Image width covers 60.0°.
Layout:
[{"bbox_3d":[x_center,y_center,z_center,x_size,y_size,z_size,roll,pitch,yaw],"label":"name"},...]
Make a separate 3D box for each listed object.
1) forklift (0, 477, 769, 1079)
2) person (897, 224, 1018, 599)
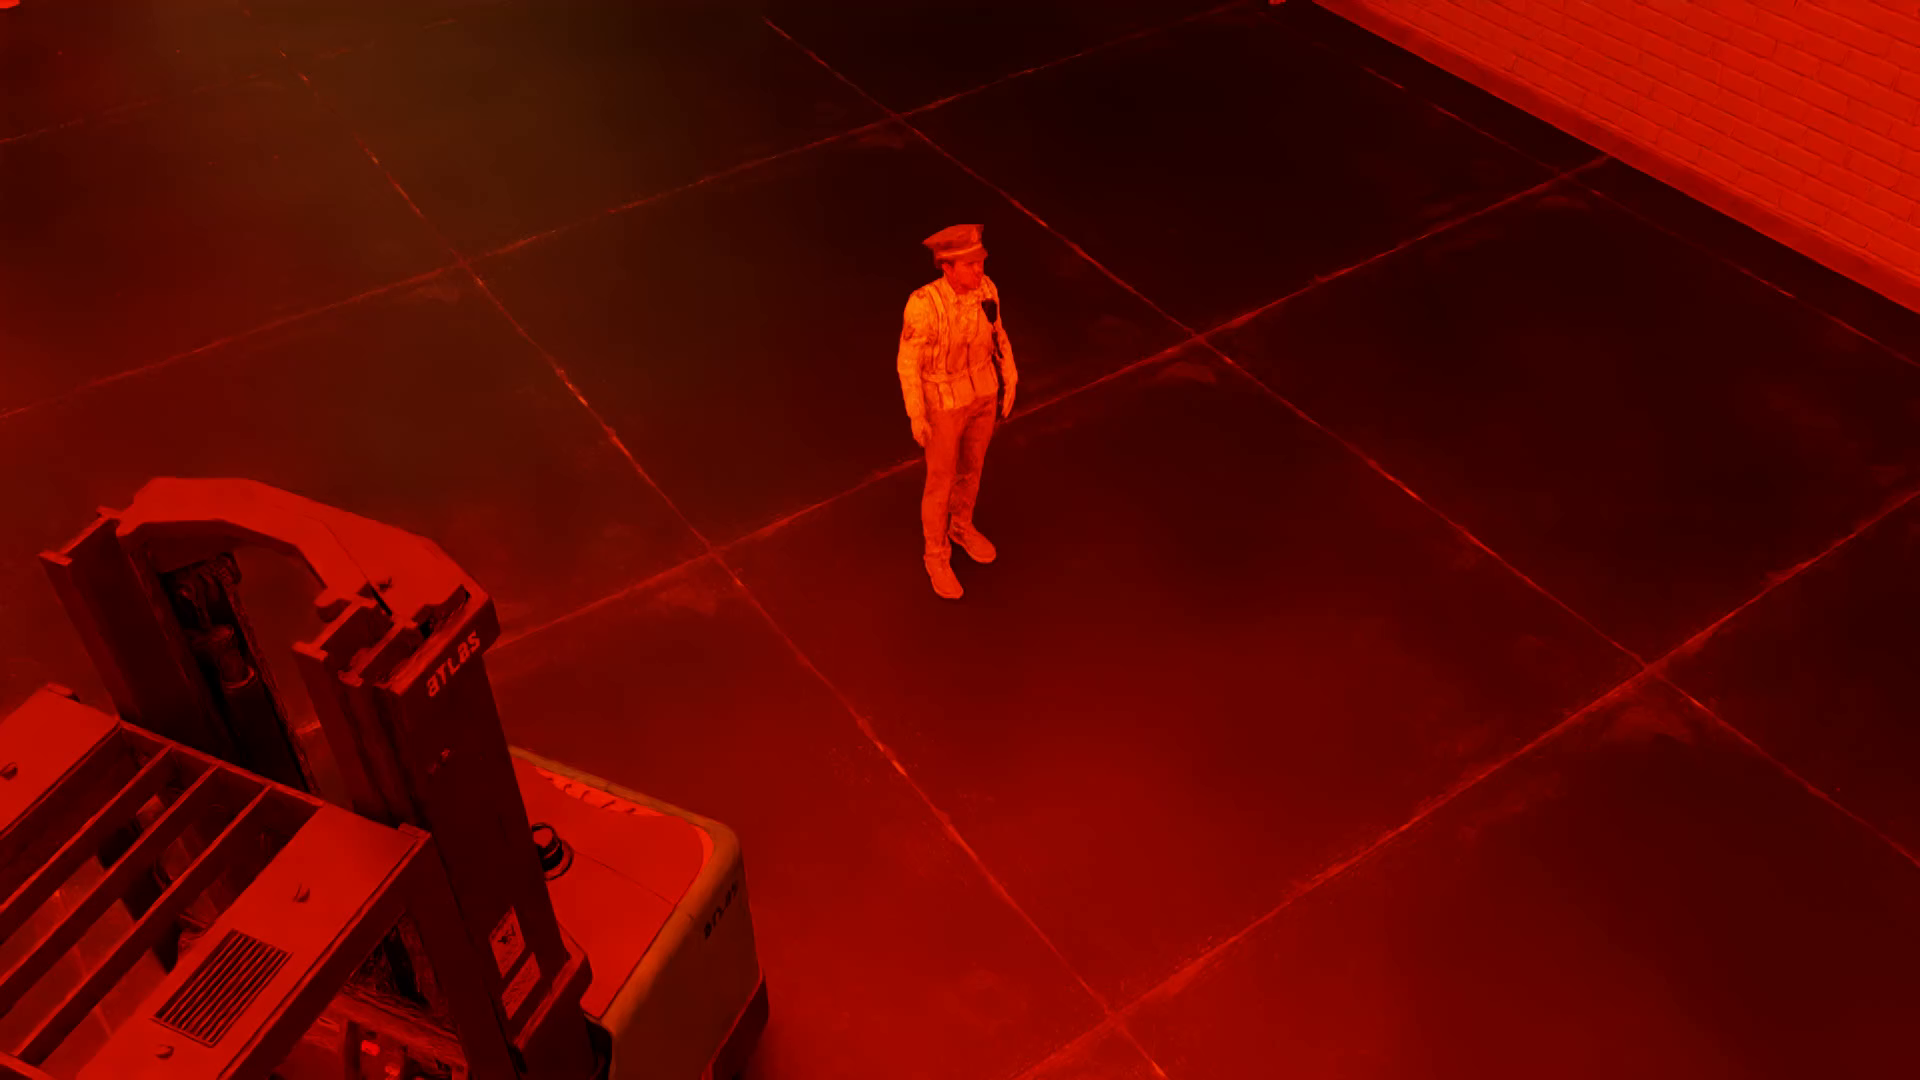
[{"bbox_3d":[-1.740,1.418,4.176,1.130,2.935,3.031,17,45,17],"label":"forklift"},{"bbox_3d":[0.033,-0.588,7.255,0.586,1.695,0.532,-25,48,-25],"label":"person"}]
